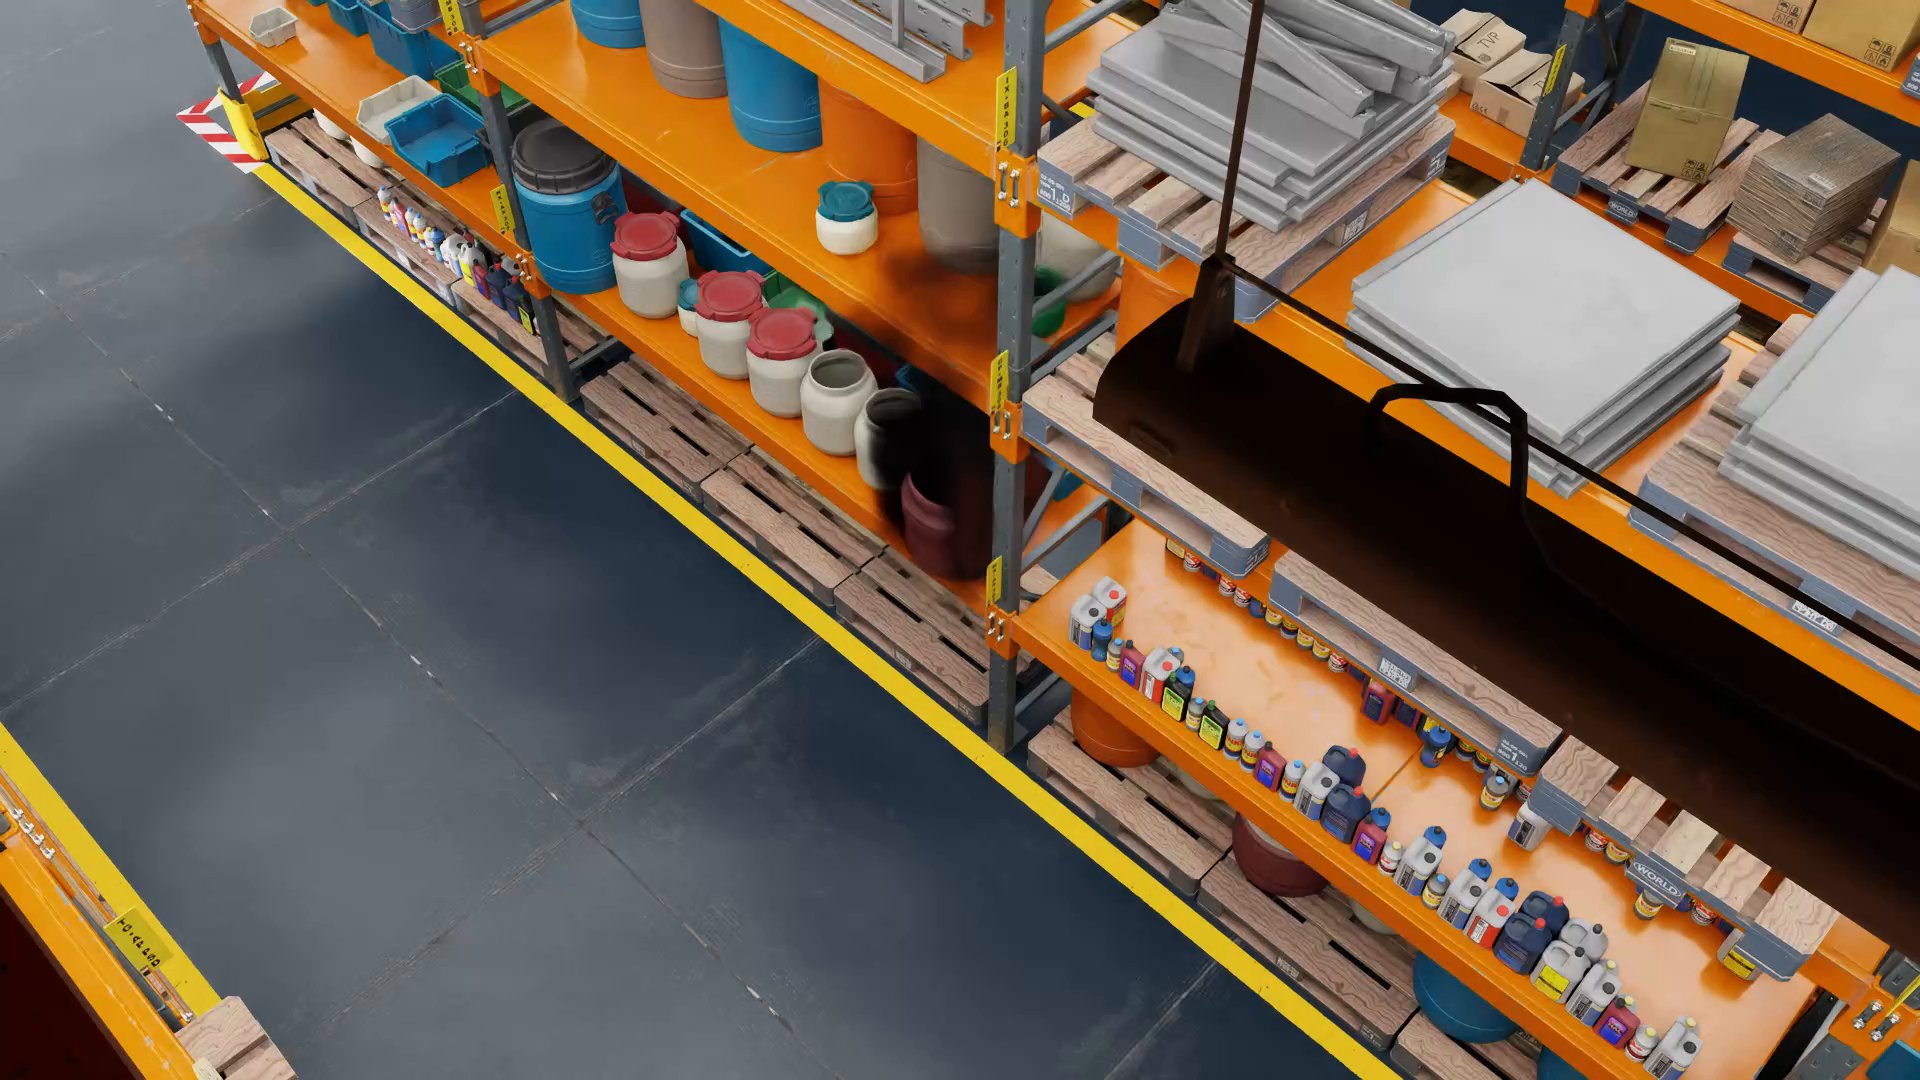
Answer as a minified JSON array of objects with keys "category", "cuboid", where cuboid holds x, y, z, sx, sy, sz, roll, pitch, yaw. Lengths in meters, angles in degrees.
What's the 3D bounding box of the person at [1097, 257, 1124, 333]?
[{"category":"person","cuboid":[0.980,-1.876,10.458,0.538,1.750,0.638,31,57,24]}]
